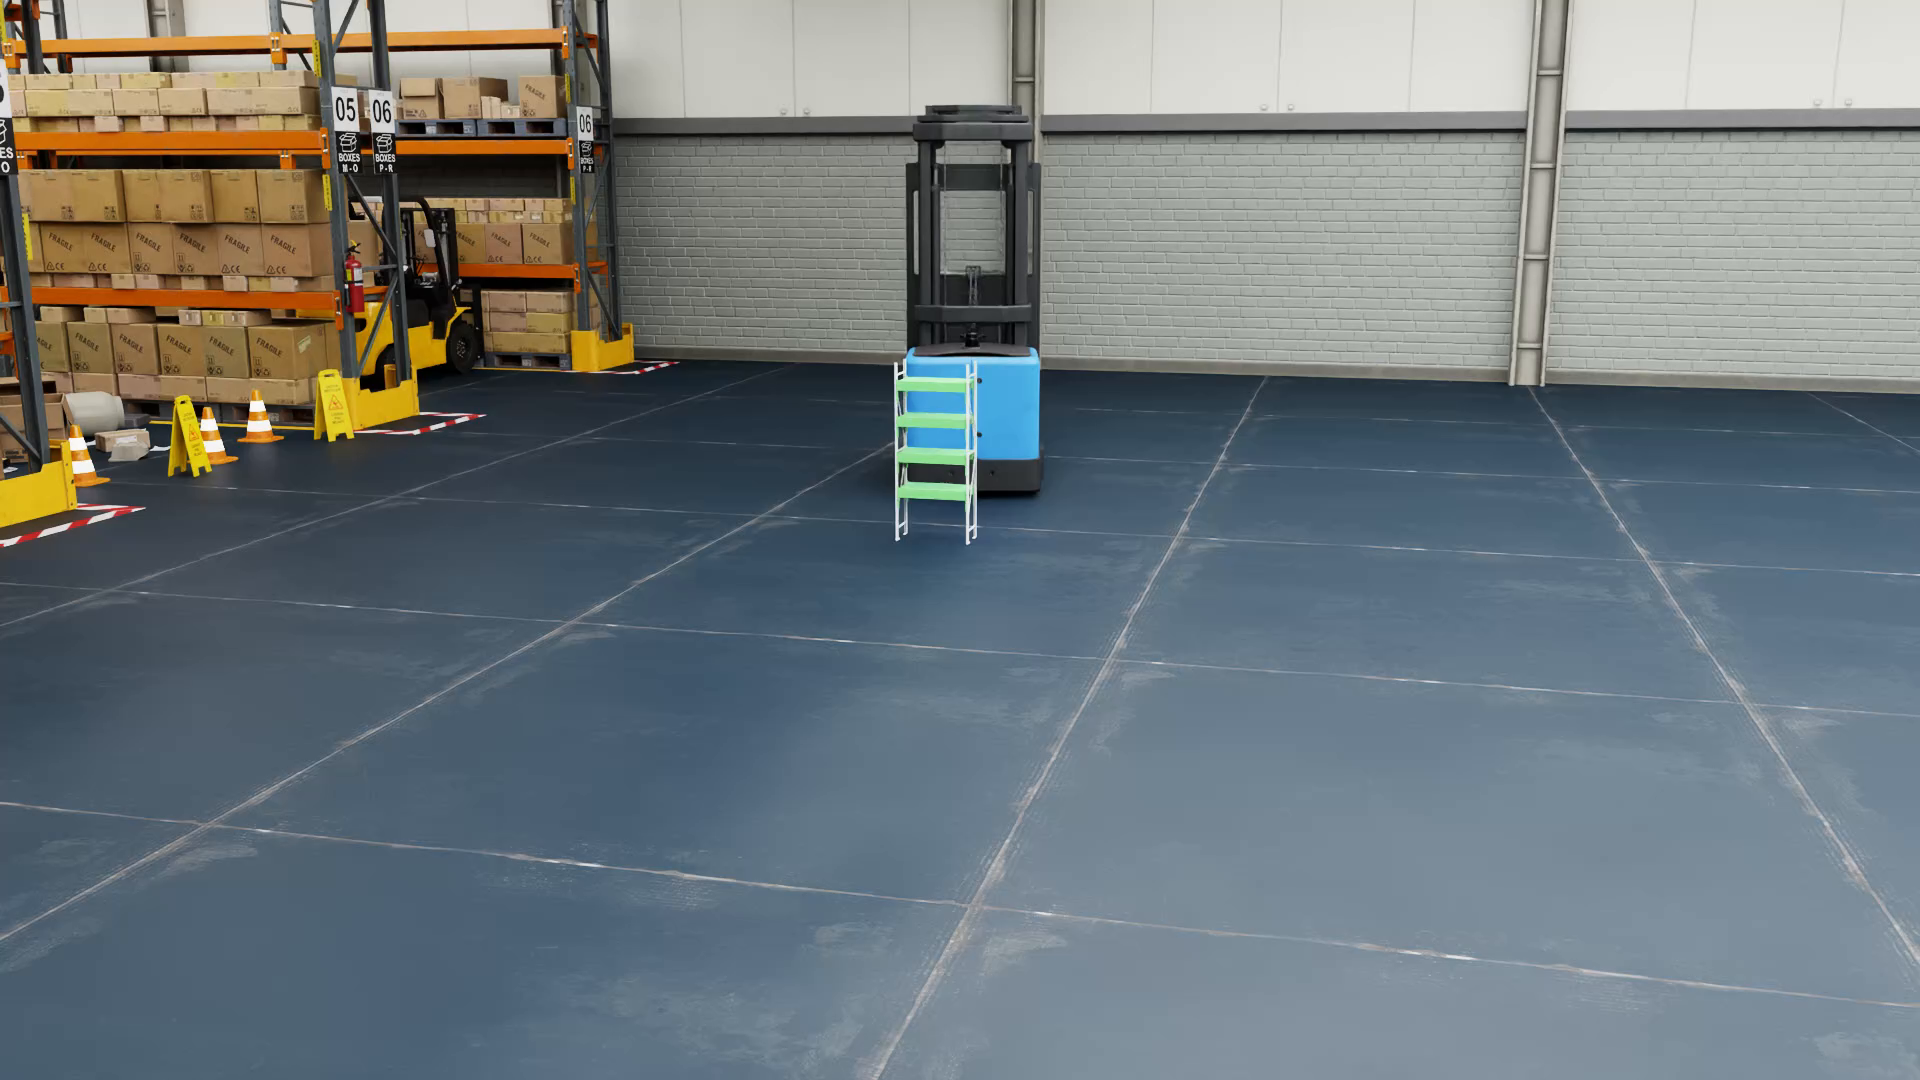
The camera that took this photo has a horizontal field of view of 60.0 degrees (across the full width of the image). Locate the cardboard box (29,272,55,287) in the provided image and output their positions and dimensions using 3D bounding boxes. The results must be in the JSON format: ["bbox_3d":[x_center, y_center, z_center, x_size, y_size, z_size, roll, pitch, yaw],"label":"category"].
[{"bbox_3d":[-9.153,-2.640,16.789,0.250,0.149,0.380,3,13,15],"label":"cardboard box"}]

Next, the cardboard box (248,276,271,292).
[{"bbox_3d":[-6.686,-2.501,16.160,0.250,0.149,0.380,3,13,13],"label":"cardboard box"}]

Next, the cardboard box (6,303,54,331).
[{"bbox_3d":[-12.799,-3.062,22.911,0.500,0.500,0.500,3,13,15],"label":"cardboard box"}]

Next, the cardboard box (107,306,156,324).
[{"bbox_3d":[-8.263,-2.248,16.591,0.250,0.149,0.380,4,13,17],"label":"cardboard box"}]

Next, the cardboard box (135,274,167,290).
[{"bbox_3d":[-7.919,-2.567,16.458,0.250,0.149,0.380,3,13,13],"label":"cardboard box"}]

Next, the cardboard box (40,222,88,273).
[{"bbox_3d":[-8.786,-2.940,16.643,0.500,0.500,0.500,3,13,13],"label":"cardboard box"}]

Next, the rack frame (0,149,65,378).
[{"bbox_3d":[-9.639,-2.849,17.149,0.127,3.000,1.000,3,13,14],"label":"rack frame"}]

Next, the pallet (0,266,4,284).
[{"bbox_3d":[-10.346,-2.825,17.486,1.213,0.211,1.003,3,13,14],"label":"pallet"}]

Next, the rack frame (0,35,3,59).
[{"bbox_3d":[-6.844,-4.524,10.848,0.127,3.000,1.000,3,13,14],"label":"rack frame"}]

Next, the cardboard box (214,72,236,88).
[{"bbox_3d":[-6.882,-4.383,15.876,0.250,0.149,0.380,3,13,14],"label":"cardboard box"}]

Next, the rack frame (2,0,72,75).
[{"bbox_3d":[-12.337,-7.029,22.140,0.127,3.000,1.000,3,13,14],"label":"rack frame"}]

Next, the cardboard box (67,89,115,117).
[{"bbox_3d":[-8.292,-4.251,16.204,0.500,0.250,0.500,3,13,14],"label":"cardboard box"}]

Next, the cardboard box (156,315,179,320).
[{"bbox_3d":[-8.011,-2.051,17.200,0.500,0.500,0.500,4,13,17],"label":"cardboard box"}]

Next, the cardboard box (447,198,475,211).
[{"bbox_3d":[-6.232,-4.215,20.893,0.250,0.149,0.380,3,13,15],"label":"cardboard box"}]

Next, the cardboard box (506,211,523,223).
[{"bbox_3d":[-5.466,-4.043,20.804,0.250,0.149,0.380,3,13,15],"label":"cardboard box"}]

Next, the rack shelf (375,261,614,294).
[{"bbox_3d":[-6.512,-3.438,21.465,4.000,0.370,1.077,3,13,14],"label":"rack shelf"}]

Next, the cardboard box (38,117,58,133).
[{"bbox_3d":[-8.887,-4.108,16.478,0.250,0.149,0.380,3,13,14],"label":"cardboard box"}]

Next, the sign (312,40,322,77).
[{"bbox_3d":[-5.908,-4.422,15.271,0.005,0.325,0.100,3,13,14],"label":"sign"}]

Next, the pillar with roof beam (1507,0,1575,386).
[{"bbox_3d":[5.589,-5.312,14.399,0.400,9.000,9.100,3,13,14],"label":"pillar with roof beam"}]

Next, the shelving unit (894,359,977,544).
[{"bbox_3d":[-0.161,-0.594,11.143,0.503,1.200,0.258,3,13,14],"label":"shelving unit"}]

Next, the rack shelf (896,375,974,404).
[{"bbox_3d":[-0.161,-1.001,11.052,0.480,0.148,0.258,3,13,14],"label":"rack shelf"}]

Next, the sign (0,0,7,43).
[{"bbox_3d":[-6.705,-3.641,11.594,0.005,0.325,0.100,3,13,14],"label":"sign"}]

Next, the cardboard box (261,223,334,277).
[{"bbox_3d":[-6.349,-2.806,16.036,0.500,0.500,0.500,3,13,13],"label":"cardboard box"}]

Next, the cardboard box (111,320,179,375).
[{"bbox_3d":[-8.106,-1.938,16.689,0.500,0.500,0.500,4,13,16],"label":"cardboard box"}]

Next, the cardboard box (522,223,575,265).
[{"bbox_3d":[-5.111,-3.704,20.774,0.500,0.500,0.500,3,13,12],"label":"cardboard box"}]

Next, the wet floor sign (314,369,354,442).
[{"bbox_3d":[-5.828,-1.257,15.410,0.232,0.644,0.267,8,15,33],"label":"wet floor sign"}]

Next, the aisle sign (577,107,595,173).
[{"bbox_3d":[-4.577,-4.889,20.344,0.004,0.787,0.394,3,13,14],"label":"aisle sign"}]

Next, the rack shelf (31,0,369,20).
[{"bbox_3d":[-7.697,-5.321,16.110,4.000,0.370,1.077,3,13,14],"label":"rack shelf"}]

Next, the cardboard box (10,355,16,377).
[{"bbox_3d":[-10.149,-1.798,17.508,0.625,0.372,0.950,3,13,14],"label":"cardboard box"}]

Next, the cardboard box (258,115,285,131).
[{"bbox_3d":[-6.419,-3.949,15.761,0.250,0.149,0.380,3,13,14],"label":"cardboard box"}]

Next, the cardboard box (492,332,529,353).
[{"bbox_3d":[-5.583,-2.534,21.107,0.500,0.250,0.500,3,13,14],"label":"cardboard box"}]

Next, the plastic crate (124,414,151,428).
[{"bbox_3d":[-8.311,-1.170,16.321,0.583,0.080,0.402,-1,13,-6],"label":"plastic crate"}]

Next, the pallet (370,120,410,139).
[{"bbox_3d":[-7.619,-5.275,21.364,1.213,0.211,1.003,3,13,14],"label":"pallet"}]

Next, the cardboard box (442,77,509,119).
[{"bbox_3d":[-6.029,-5.498,20.734,0.500,0.500,0.700,3,13,14],"label":"cardboard box"}]

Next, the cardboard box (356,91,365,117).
[{"bbox_3d":[-6.180,-4.260,16.243,0.500,0.250,0.500,3,13,13],"label":"cardboard box"}]

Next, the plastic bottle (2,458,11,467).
[{"bbox_3d":[-8.178,-0.647,14.010,0.283,0.061,0.133,-1,13,-6],"label":"plastic bottle"}]

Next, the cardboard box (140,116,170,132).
[{"bbox_3d":[-7.671,-4.013,16.051,0.250,0.149,0.380,3,13,13],"label":"cardboard box"}]

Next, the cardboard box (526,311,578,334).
[{"bbox_3d":[-5.118,-2.752,20.935,0.500,0.250,0.500,3,13,13],"label":"cardboard box"}]

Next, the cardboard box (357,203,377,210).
[{"bbox_3d":[-7.465,-4.284,21.201,0.250,0.149,0.380,3,13,15],"label":"cardboard box"}]

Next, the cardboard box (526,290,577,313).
[{"bbox_3d":[-5.092,-2.994,20.875,0.500,0.250,0.500,4,13,15],"label":"cardboard box"}]

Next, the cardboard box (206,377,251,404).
[{"bbox_3d":[-7.106,-1.518,16.528,0.500,0.250,0.500,3,13,14],"label":"cardboard box"}]

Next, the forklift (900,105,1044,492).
[{"bbox_3d":[0.113,-2.062,13.759,1.130,2.935,3.031,0,13,1],"label":"forklift"}]

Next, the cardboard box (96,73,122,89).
[{"bbox_3d":[-8.134,-4.439,16.129,0.250,0.149,0.380,3,13,13],"label":"cardboard box"}]

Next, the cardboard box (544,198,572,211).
[{"bbox_3d":[-4.968,-4.170,20.690,0.250,0.149,0.380,3,13,14],"label":"cardboard box"}]

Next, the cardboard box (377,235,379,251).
[{"bbox_3d":[-7.576,-3.840,21.386,0.500,0.500,0.500,3,13,15],"label":"cardboard box"}]

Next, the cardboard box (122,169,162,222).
[{"bbox_3d":[-7.764,-3.392,16.370,0.500,0.500,0.700,3,13,13],"label":"cardboard box"}]

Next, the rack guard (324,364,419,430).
[{"bbox_3d":[-5.830,-1.425,16.502,0.348,0.500,1.175,3,13,14],"label":"rack guard"}]
